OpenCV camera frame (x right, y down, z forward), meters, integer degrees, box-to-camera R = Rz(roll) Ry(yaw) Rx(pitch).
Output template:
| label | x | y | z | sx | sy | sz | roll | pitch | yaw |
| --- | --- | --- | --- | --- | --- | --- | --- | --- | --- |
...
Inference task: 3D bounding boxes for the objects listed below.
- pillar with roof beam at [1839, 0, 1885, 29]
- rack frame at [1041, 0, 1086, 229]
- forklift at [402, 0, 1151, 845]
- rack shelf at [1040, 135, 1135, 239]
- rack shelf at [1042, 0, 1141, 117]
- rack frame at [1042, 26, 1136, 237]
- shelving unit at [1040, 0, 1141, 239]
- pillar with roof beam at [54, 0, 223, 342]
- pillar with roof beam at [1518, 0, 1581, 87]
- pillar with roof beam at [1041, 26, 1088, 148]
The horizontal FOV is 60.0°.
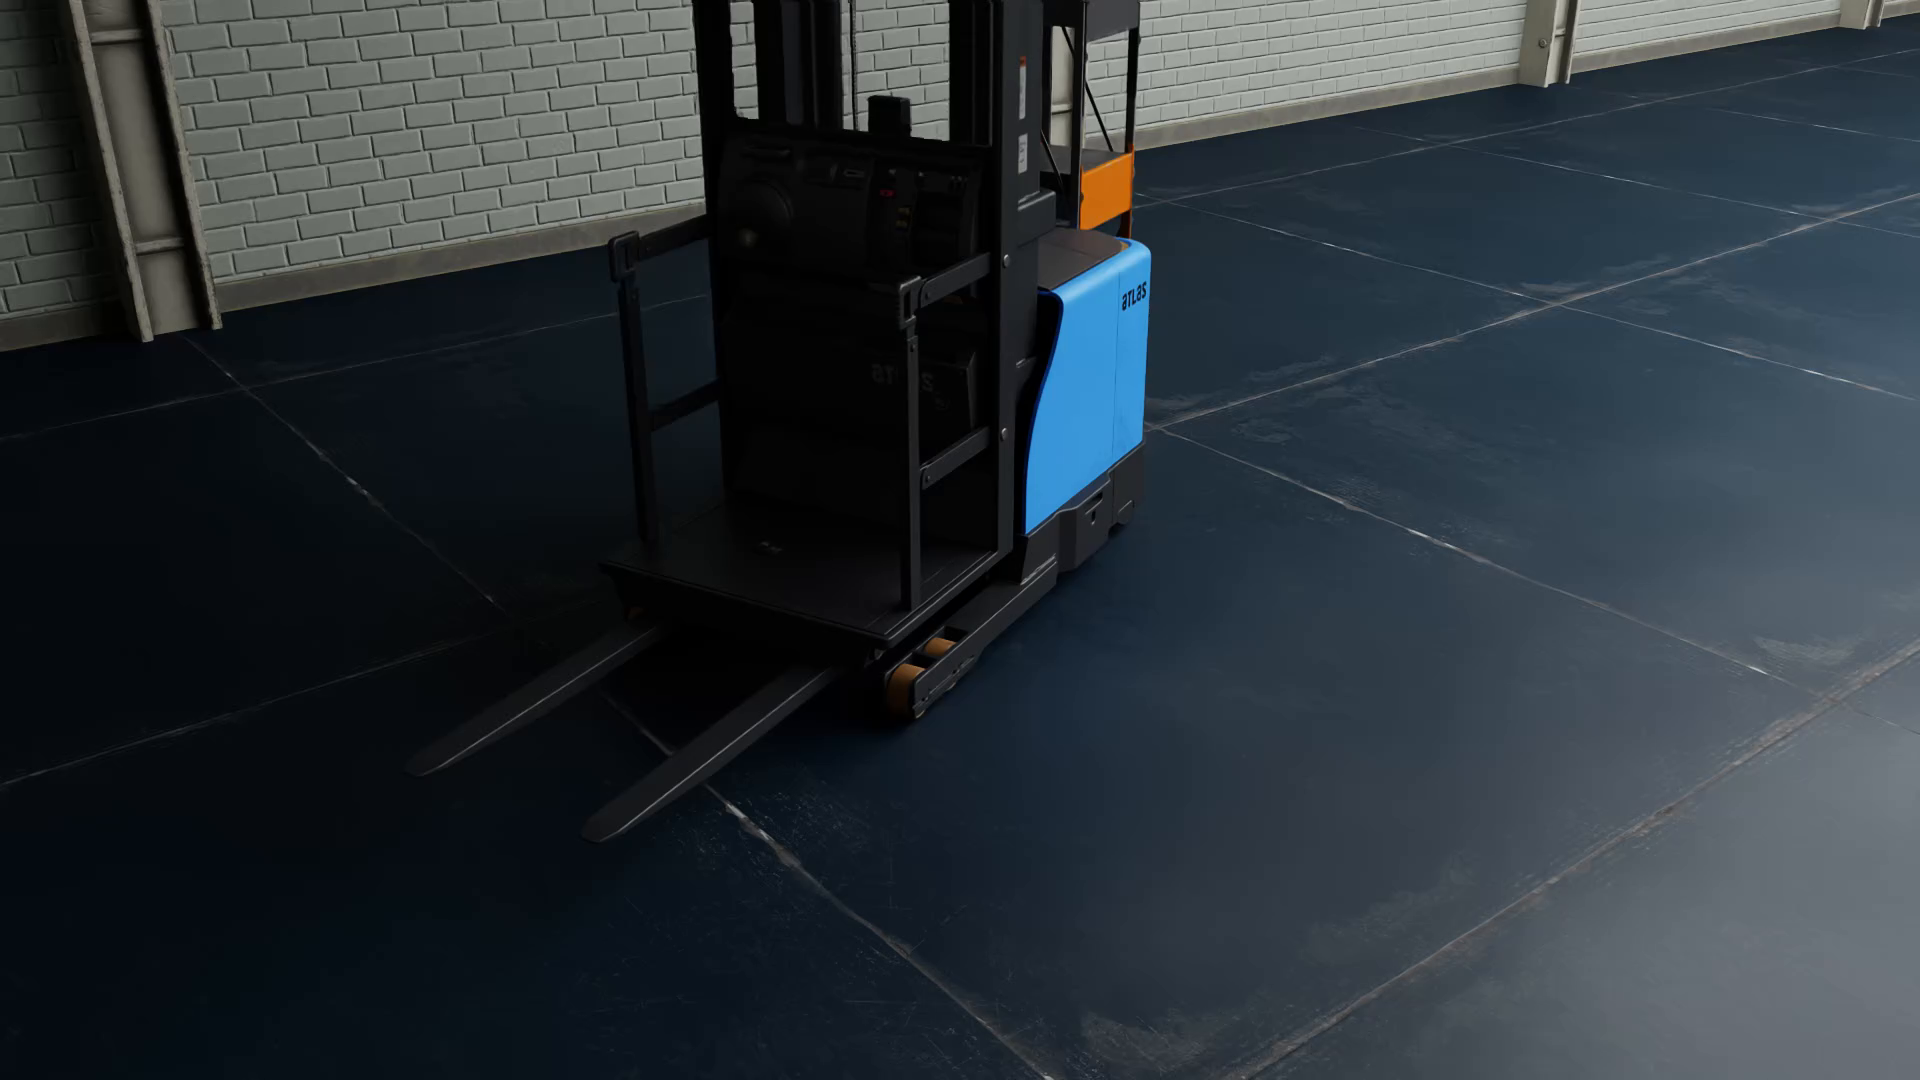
| label | x | y | z | sx | sy | sz | roll | pitch | yaw |
| --- | --- | --- | --- | --- | --- | --- | --- | --- | --- |
| pillar with roof beam | 12.749 | -8.431 | 13.728 | 0.400 | 9.000 | 9.100 | -18 | 31 | -34 |
| rack frame | 0.268 | -1.194 | 6.329 | 0.400 | 2.100 | 0.015 | 13 | 28 | 26 |
| forklift | -0.449 | -1.003 | 4.928 | 1.130 | 2.935 | 3.031 | 13 | 28 | 26 |
| rack shelf | 0.387 | -1.272 | 6.528 | 0.431 | 0.518 | 0.480 | 13 | 28 | 26 |
| rack shelf | 0.387 | -1.907 | 6.234 | 0.431 | 0.518 | 0.480 | 13 | 28 | 26 |
| rack frame | 0.507 | -1.374 | 6.716 | 0.400 | 2.100 | 0.015 | 13 | 28 | 26 |
| shelving unit | 0.387 | -1.284 | 6.523 | 0.431 | 2.100 | 0.503 | 13 | 28 | 26 |
| pillar with roof beam | -1.416 | -3.756 | 3.653 | 0.400 | 9.000 | 9.100 | -18 | 31 | -34 |
| pillar with roof beam | 8.027 | -6.873 | 10.369 | 0.400 | 9.000 | 9.100 | -18 | 31 | -34 |
| pillar with roof beam | 3.306 | -5.314 | 7.011 | 0.400 | 9.000 | 9.100 | -18 | 31 | -34 |
